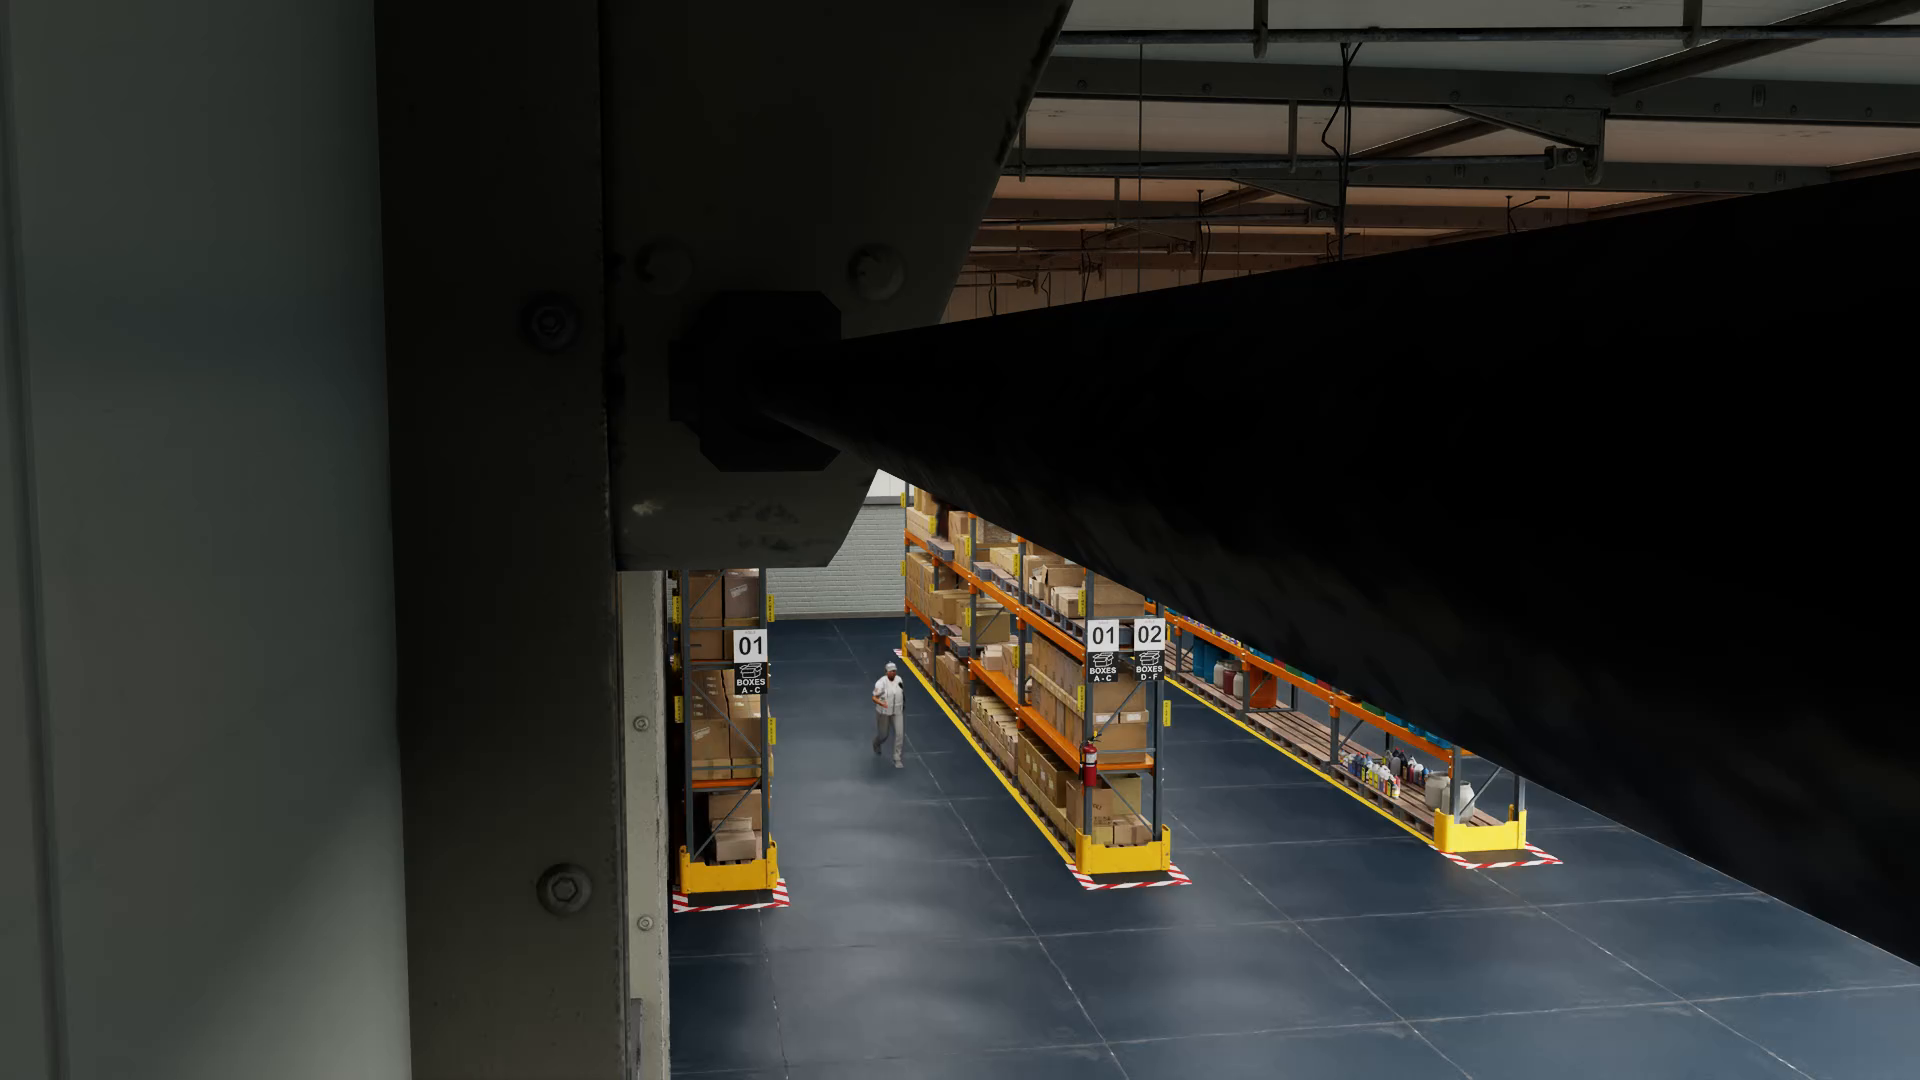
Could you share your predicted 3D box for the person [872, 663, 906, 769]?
[{"bbox_3d":[-1.138,2.758,26.590,0.592,1.655,0.886,-3,6,-23],"label":"person"}]
